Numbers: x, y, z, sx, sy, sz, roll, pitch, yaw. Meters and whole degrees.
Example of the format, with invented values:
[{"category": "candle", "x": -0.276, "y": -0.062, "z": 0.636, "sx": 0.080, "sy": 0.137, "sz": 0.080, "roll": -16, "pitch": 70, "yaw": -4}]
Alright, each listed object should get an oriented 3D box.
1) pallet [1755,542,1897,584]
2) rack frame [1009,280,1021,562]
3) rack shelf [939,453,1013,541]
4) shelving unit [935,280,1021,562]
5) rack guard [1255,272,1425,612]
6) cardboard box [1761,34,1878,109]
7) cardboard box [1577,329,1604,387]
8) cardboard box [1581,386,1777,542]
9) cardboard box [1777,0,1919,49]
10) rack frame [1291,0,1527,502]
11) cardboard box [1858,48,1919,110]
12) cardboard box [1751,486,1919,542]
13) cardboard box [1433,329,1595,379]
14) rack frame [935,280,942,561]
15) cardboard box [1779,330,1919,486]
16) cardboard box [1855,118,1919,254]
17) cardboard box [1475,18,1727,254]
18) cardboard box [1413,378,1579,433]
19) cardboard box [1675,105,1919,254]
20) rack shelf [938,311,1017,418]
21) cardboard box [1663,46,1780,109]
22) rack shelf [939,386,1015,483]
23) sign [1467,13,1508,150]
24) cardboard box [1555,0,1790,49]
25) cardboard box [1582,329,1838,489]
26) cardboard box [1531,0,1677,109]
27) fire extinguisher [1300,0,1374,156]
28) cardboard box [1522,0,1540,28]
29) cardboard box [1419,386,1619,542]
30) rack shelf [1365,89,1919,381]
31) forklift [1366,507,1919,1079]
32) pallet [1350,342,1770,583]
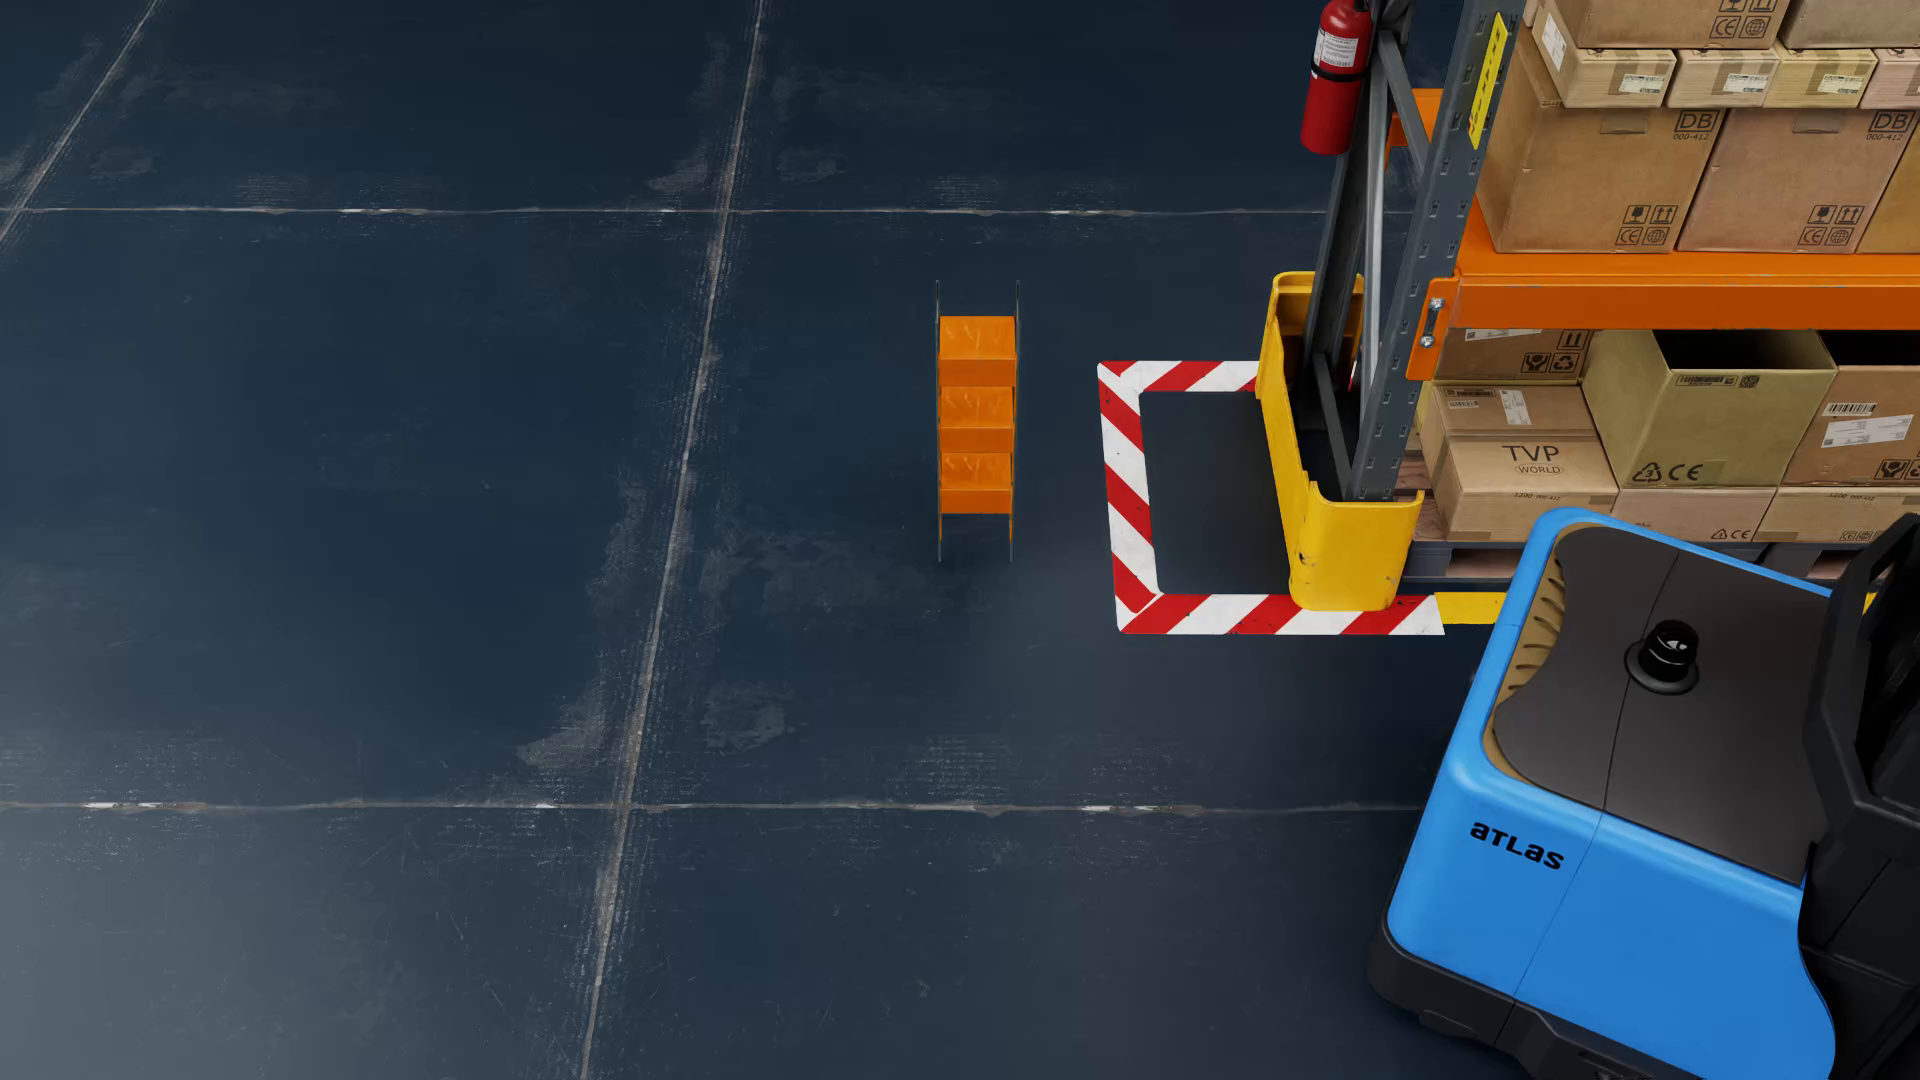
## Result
[{"category": "pallet", "x": 3.291, "y": -0.287, "z": 5.873, "sx": 1.213, "sy": 0.211, "sz": 1.003, "roll": 0, "pitch": 47, "yaw": 0}, {"category": "rack frame", "x": 0.176, "y": -0.357, "z": 5.365, "sx": 0.008, "sy": 1.050, "sz": 0.200, "roll": 0, "pitch": 47, "yaw": 0}, {"category": "rack shelf", "x": 0.054, "y": -0.161, "z": 5.577, "sx": 0.240, "sy": 0.259, "sz": 0.215, "roll": 0, "pitch": 47, "yaw": 0}, {"category": "shelving unit", "x": 0.054, "y": -0.358, "z": 5.366, "sx": 0.252, "sy": 1.050, "sz": 0.215, "roll": 0, "pitch": 47, "yaw": 0}, {"category": "rack guard", "x": 1.285, "y": -0.362, "z": 5.746, "sx": 0.348, "sy": 0.500, "sz": 1.175, "roll": 0, "pitch": 47, "yaw": 0}, {"category": "cardboard box", "x": 2.214, "y": -1.310, "z": 4.409, "sx": 0.250, "sy": 0.149, "sz": 0.380, "roll": 0, "pitch": 47, "yaw": 0}, {"category": "cardboard box", "x": 2.346, "y": -0.643, "z": 5.890, "sx": 0.500, "sy": 0.250, "sz": 0.500, "roll": 0, "pitch": 47, "yaw": 0}, {"category": "cardboard box", "x": 2.344, "y": -0.257, "z": 5.532, "sx": 0.500, "sy": 0.250, "sz": 0.500, "roll": 0, "pitch": 47, "yaw": 0}, {"category": "cardboard box", "x": 2.354, "y": -1.682, "z": 4.312, "sx": 0.500, "sy": 0.500, "sz": 0.700, "roll": -1, "pitch": 47, "yaw": -1}, {"category": "rack frame", "x": 1.309, "y": -1.214, "z": 4.831, "sx": 0.127, "sy": 3.000, "sz": 1.000, "roll": 0, "pitch": 47, "yaw": 0}, {"category": "cardboard box", "x": 2.466, "y": -1.308, "z": 4.407, "sx": 0.250, "sy": 0.149, "sz": 0.380, "roll": 0, "pitch": 47, "yaw": 0}, {"category": "cardboard box", "x": 2.844, "y": -0.256, "z": 5.530, "sx": 0.500, "sy": 0.250, "sz": 0.500, "roll": 0, "pitch": 47, "yaw": 0}, {"category": "cardboard box", "x": 1.846, "y": -0.892, "z": 5.610, "sx": 0.500, "sy": 0.500, "sz": 0.500, "roll": 0, "pitch": 47, "yaw": 0}, {"category": "rack frame", "x": -0.068, "y": -0.358, "z": 5.366, "sx": 0.008, "sy": 1.050, "sz": 0.200, "roll": 0, "pitch": 47, "yaw": 0}, {"category": "cardboard box", "x": 2.844, "y": -0.520, "z": 5.264, "sx": 0.500, "sy": 0.500, "sz": 0.500, "roll": 0, "pitch": 47, "yaw": 0}, {"category": "cardboard box", "x": 2.797, "y": -1.234, "z": 4.781, "sx": 0.500, "sy": 0.500, "sz": 0.700, "roll": 0, "pitch": 47, "yaw": 0}, {"category": "cardboard box", "x": 1.776, "y": -1.237, "z": 4.784, "sx": 0.500, "sy": 0.500, "sz": 0.700, "roll": 0, "pitch": 47, "yaw": 0}, {"category": "cardboard box", "x": 1.846, "y": -0.635, "z": 5.884, "sx": 0.500, "sy": 0.250, "sz": 0.500, "roll": 0, "pitch": 47, "yaw": 0}, {"category": "cardboard box", "x": 2.301, "y": -1.240, "z": 4.786, "sx": 0.500, "sy": 0.500, "sz": 0.700, "roll": 1, "pitch": 47, "yaw": 1}, {"category": "rack shelf", "x": 0.054, "y": -0.544, "z": 5.166, "sx": 0.240, "sy": 0.259, "sz": 0.215, "roll": 0, "pitch": 47, "yaw": 0}, {"category": "cardboard box", "x": 1.964, "y": -1.312, "z": 4.410, "sx": 0.250, "sy": 0.149, "sz": 0.380, "roll": -1, "pitch": 47, "yaw": -1}, {"category": "rack shelf", "x": 0.054, "y": -0.350, "z": 5.373, "sx": 0.240, "sy": 0.259, "sz": 0.215, "roll": 0, "pitch": 47, "yaw": 0}, {"category": "sign", "x": 1.301, "y": -1.130, "z": 4.107, "sx": 0.005, "sy": 0.325, "sz": 0.100, "roll": 0, "pitch": 47, "yaw": 0}, {"category": "cardboard box", "x": 1.828, "y": -1.679, "z": 4.309, "sx": 0.500, "sy": 0.500, "sz": 0.700, "roll": 0, "pitch": 47, "yaw": 0}, {"category": "cardboard box", "x": 2.344, "y": -0.512, "z": 5.256, "sx": 0.500, "sy": 0.500, "sz": 0.500, "roll": 0, "pitch": 47, "yaw": 0}, {"category": "cardboard box", "x": 1.700, "y": -1.310, "z": 4.409, "sx": 0.250, "sy": 0.149, "sz": 0.380, "roll": 0, "pitch": 47, "yaw": 0}, {"category": "fire extinguisher", "x": 1.192, "y": -1.528, "z": 5.176, "sx": 0.183, "sy": 0.674, "sz": 0.296, "roll": 0, "pitch": 47, "yaw": 0}, {"category": "cardboard box", "x": 1.692, "y": -1.608, "z": 4.686, "sx": 0.250, "sy": 0.149, "sz": 0.380, "roll": -1, "pitch": 47, "yaw": -1}, {"category": "cardboard box", "x": 1.844, "y": -0.256, "z": 5.531, "sx": 0.500, "sy": 0.250, "sz": 0.500, "roll": 0, "pitch": 47, "yaw": 0}, {"category": "rack shelf", "x": 3.309, "y": -0.964, "z": 5.089, "sx": 4.000, "sy": 0.370, "sz": 1.077, "roll": 0, "pitch": 47, "yaw": 0}, {"category": "forklift", "x": 2.661, "y": 0.432, "z": 3.346, "sx": 3.031, "sy": 2.935, "sz": 1.130, "roll": 21, "pitch": 50, "yaw": 18}, {"category": "pallet", "x": 2.074, "y": -0.293, "z": 5.878, "sx": 1.213, "sy": 0.211, "sz": 1.003, "roll": 0, "pitch": 47, "yaw": 0}]
